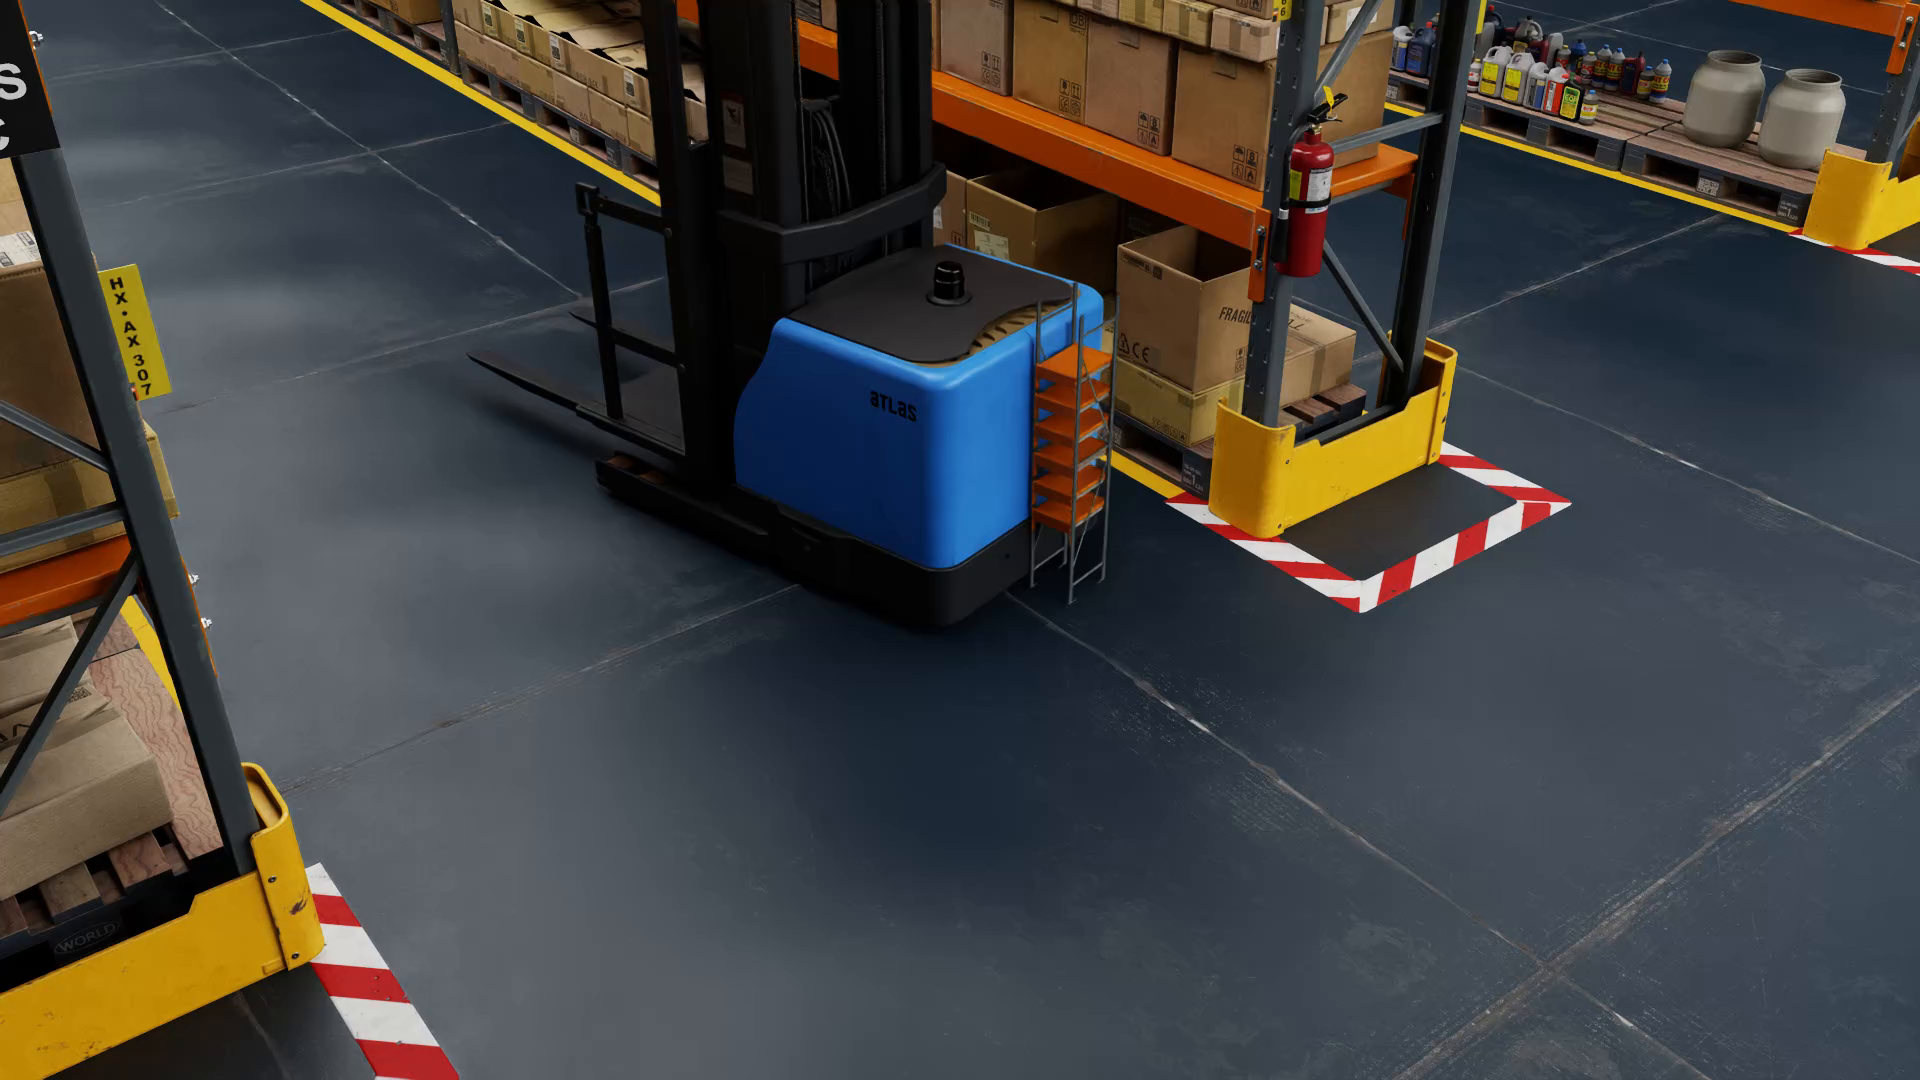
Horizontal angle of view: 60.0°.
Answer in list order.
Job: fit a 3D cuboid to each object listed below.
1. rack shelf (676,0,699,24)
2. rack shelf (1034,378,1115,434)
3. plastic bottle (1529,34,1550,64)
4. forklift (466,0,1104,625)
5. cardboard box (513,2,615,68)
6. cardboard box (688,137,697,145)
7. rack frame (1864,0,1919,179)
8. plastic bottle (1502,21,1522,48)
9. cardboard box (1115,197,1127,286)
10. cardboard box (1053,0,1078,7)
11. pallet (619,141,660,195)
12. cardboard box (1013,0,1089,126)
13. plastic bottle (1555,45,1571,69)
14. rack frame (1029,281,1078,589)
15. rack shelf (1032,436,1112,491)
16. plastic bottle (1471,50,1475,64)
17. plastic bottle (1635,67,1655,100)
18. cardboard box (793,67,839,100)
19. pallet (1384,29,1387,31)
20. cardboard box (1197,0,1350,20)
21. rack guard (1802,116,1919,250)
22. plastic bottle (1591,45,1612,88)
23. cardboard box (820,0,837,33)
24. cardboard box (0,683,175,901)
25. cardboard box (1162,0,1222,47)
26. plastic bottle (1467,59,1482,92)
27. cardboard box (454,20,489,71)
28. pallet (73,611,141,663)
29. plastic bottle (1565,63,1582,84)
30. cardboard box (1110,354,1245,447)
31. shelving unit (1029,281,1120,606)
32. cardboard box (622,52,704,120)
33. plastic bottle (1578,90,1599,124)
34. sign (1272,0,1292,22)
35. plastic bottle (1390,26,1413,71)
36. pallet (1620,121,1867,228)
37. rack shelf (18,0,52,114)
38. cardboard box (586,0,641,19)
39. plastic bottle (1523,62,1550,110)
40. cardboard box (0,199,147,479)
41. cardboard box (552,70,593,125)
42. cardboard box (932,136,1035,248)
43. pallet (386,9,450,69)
[{"bbox_3d":[-2.115,-3.731,10.597,1.077,0.370,4.000,-22,38,-31],"label":"rack shelf"},{"bbox_3d":[0.417,-0.505,6.055,0.180,0.103,0.258,23,39,32],"label":"rack shelf"},{"bbox_3d":[3.978,-3.344,11.449,0.061,0.283,0.133,-22,38,-31],"label":"plastic bottle"},{"bbox_3d":[-0.909,-1.563,6.489,3.031,2.935,1.130,23,39,32],"label":"forklift"},{"bbox_3d":[-2.612,-3.376,11.020,0.500,0.311,0.500,-23,39,-33],"label":"cardboard box"},{"bbox_3d":[-1.372,-2.293,9.807,0.500,0.250,0.500,-23,38,-32],"label":"cardboard box"},{"bbox_3d":[5.479,-3.137,8.959,1.000,3.000,0.127,-22,38,-31],"label":"rack frame"},{"bbox_3d":[3.900,-3.528,11.745,0.061,0.283,0.133,-20,37,-28],"label":"plastic bottle"},{"bbox_3d":[0.786,-1.573,7.937,0.500,0.500,0.500,-22,38,-31],"label":"cardboard box"},{"bbox_3d":[0.547,-2.382,7.033,0.380,0.149,0.250,-21,38,-30],"label":"cardboard box"},{"bbox_3d":[-1.371,-2.313,10.275,1.003,0.211,1.213,-22,38,-31],"label":"pallet"},{"bbox_3d":[0.662,-2.204,7.360,0.700,0.500,0.500,-22,38,-31],"label":"cardboard box"},{"bbox_3d":[4.155,-3.304,11.461,0.097,0.201,0.097,0,32,0],"label":"plastic bottle"},{"bbox_3d":[0.346,-0.369,6.207,0.006,1.200,0.240,23,39,32],"label":"rack frame"},{"bbox_3d":[0.417,-0.301,6.181,0.180,0.103,0.258,23,39,32],"label":"rack shelf"},{"bbox_3d":[3.429,-3.234,11.283,0.097,0.271,0.097,0,32,0],"label":"plastic bottle"},{"bbox_3d":[4.550,-3.035,11.029,0.097,0.201,0.097,0,32,0],"label":"plastic bottle"},{"bbox_3d":[-0.851,-2.238,9.007,0.500,0.500,0.500,-22,38,-31],"label":"cardboard box"},{"bbox_3d":[2.514,-3.935,12.885,1.003,0.211,1.213,-22,38,-31],"label":"pallet"},{"bbox_3d":[1.256,-2.351,6.368,0.700,0.500,0.500,-22,38,-31],"label":"cardboard box"},{"bbox_3d":[5.396,-2.092,9.645,1.175,0.500,0.348,-22,38,-31],"label":"rack guard"},{"bbox_3d":[4.342,-3.206,11.238,0.097,0.271,0.097,0,32,0],"label":"plastic bottle"},{"bbox_3d":[-0.283,-2.845,8.393,0.700,0.500,0.500,-23,38,-32],"label":"cardboard box"},{"bbox_3d":[-2.700,0.706,4.902,0.500,0.311,0.500,-27,41,-36],"label":"cardboard box"},{"bbox_3d":[1.018,-2.061,6.515,0.380,0.149,0.250,-21,38,-30],"label":"cardboard box"},{"bbox_3d":[3.465,-3.128,11.178,0.097,0.201,0.097,0,32,0],"label":"plastic bottle"},{"bbox_3d":[-3.252,-3.568,11.859,0.500,0.250,0.500,-22,38,-32],"label":"cardboard box"},{"bbox_3d":[-3.607,0.363,5.966,1.003,0.211,1.213,-22,38,-31],"label":"pallet"},{"bbox_3d":[3.958,-2.943,10.802,0.061,0.283,0.133,-22,38,-31],"label":"plastic bottle"},{"bbox_3d":[1.002,-0.675,7.201,0.500,0.250,0.500,-22,38,-31],"label":"cardboard box"},{"bbox_3d":[0.417,-0.339,6.158,0.189,1.200,0.258,23,39,32],"label":"shelving unit"},{"bbox_3d":[-1.687,-2.743,10.000,0.500,0.311,0.500,-21,38,-30],"label":"cardboard box"},{"bbox_3d":[4.007,-2.759,10.585,0.097,0.201,0.097,0,32,0],"label":"plastic bottle"},{"bbox_3d":[1.127,-1.959,5.739,0.100,0.325,0.005,-22,38,-31],"label":"sign"},{"bbox_3d":[3.096,-3.434,11.600,0.152,0.276,0.135,-21,37,-30],"label":"plastic bottle"},{"bbox_3d":[4.902,-2.310,10.269,1.003,0.211,1.213,-22,38,-31],"label":"pallet"},{"bbox_3d":[-3.573,-1.734,4.538,1.077,0.370,4.000,-22,38,-31],"label":"rack shelf"},{"bbox_3d":[-2.194,-3.555,11.307,0.500,0.311,0.500,-23,38,-32],"label":"cardboard box"},{"bbox_3d":[3.789,-2.963,10.842,0.152,0.276,0.135,-23,39,-33],"label":"plastic bottle"},{"bbox_3d":[-2.402,-0.492,4.111,0.500,0.500,0.500,-22,38,-31],"label":"cardboard box"},{"bbox_3d":[-2.306,-2.930,10.832,0.500,0.250,0.500,-21,38,-30],"label":"cardboard box"},{"bbox_3d":[0.070,-1.613,8.002,0.500,0.500,0.500,-22,38,-31],"label":"cardboard box"},{"bbox_3d":[-3.769,-4.009,13.005,1.003,0.211,1.213,-22,38,-31],"label":"pallet"}]
